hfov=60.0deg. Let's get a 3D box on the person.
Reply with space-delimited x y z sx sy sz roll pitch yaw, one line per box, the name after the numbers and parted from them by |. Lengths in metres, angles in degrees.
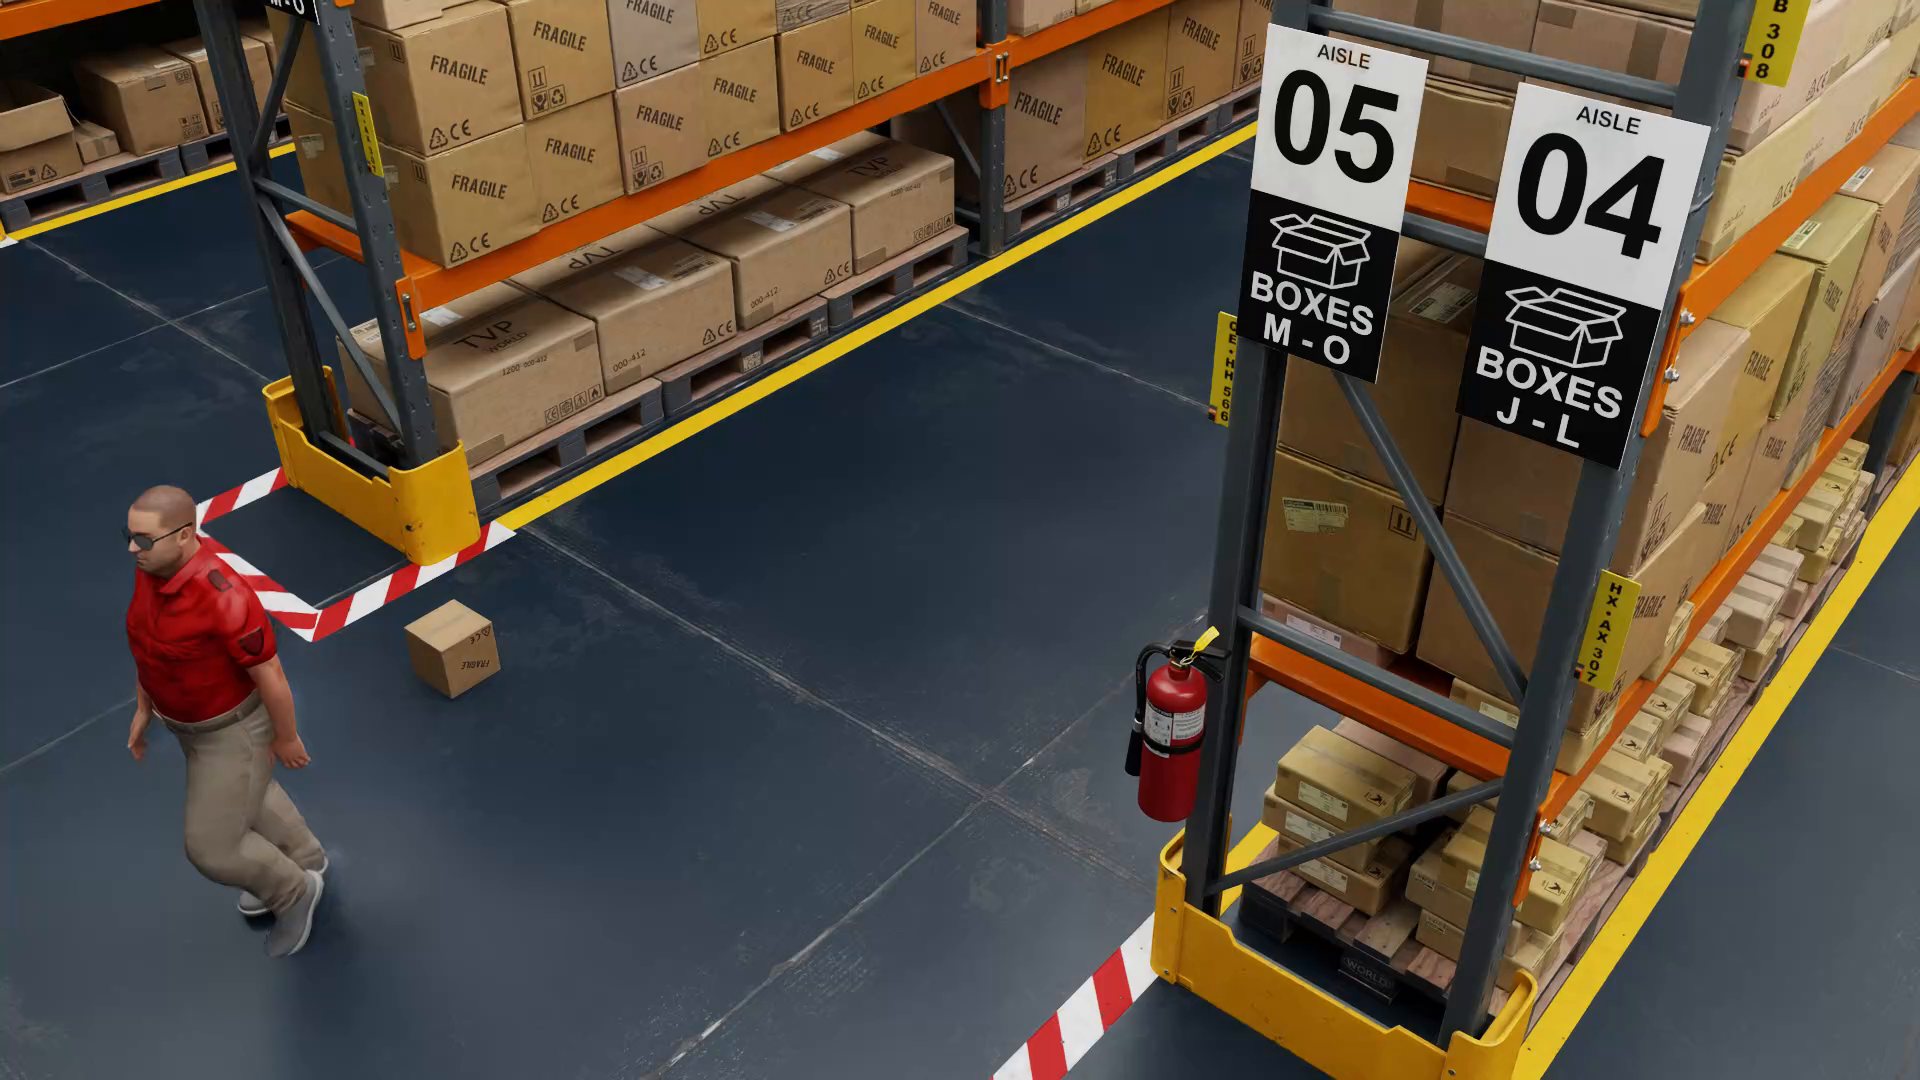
-2.364 0.618 5.285 0.544 1.783 0.486 27 43 33 | person
